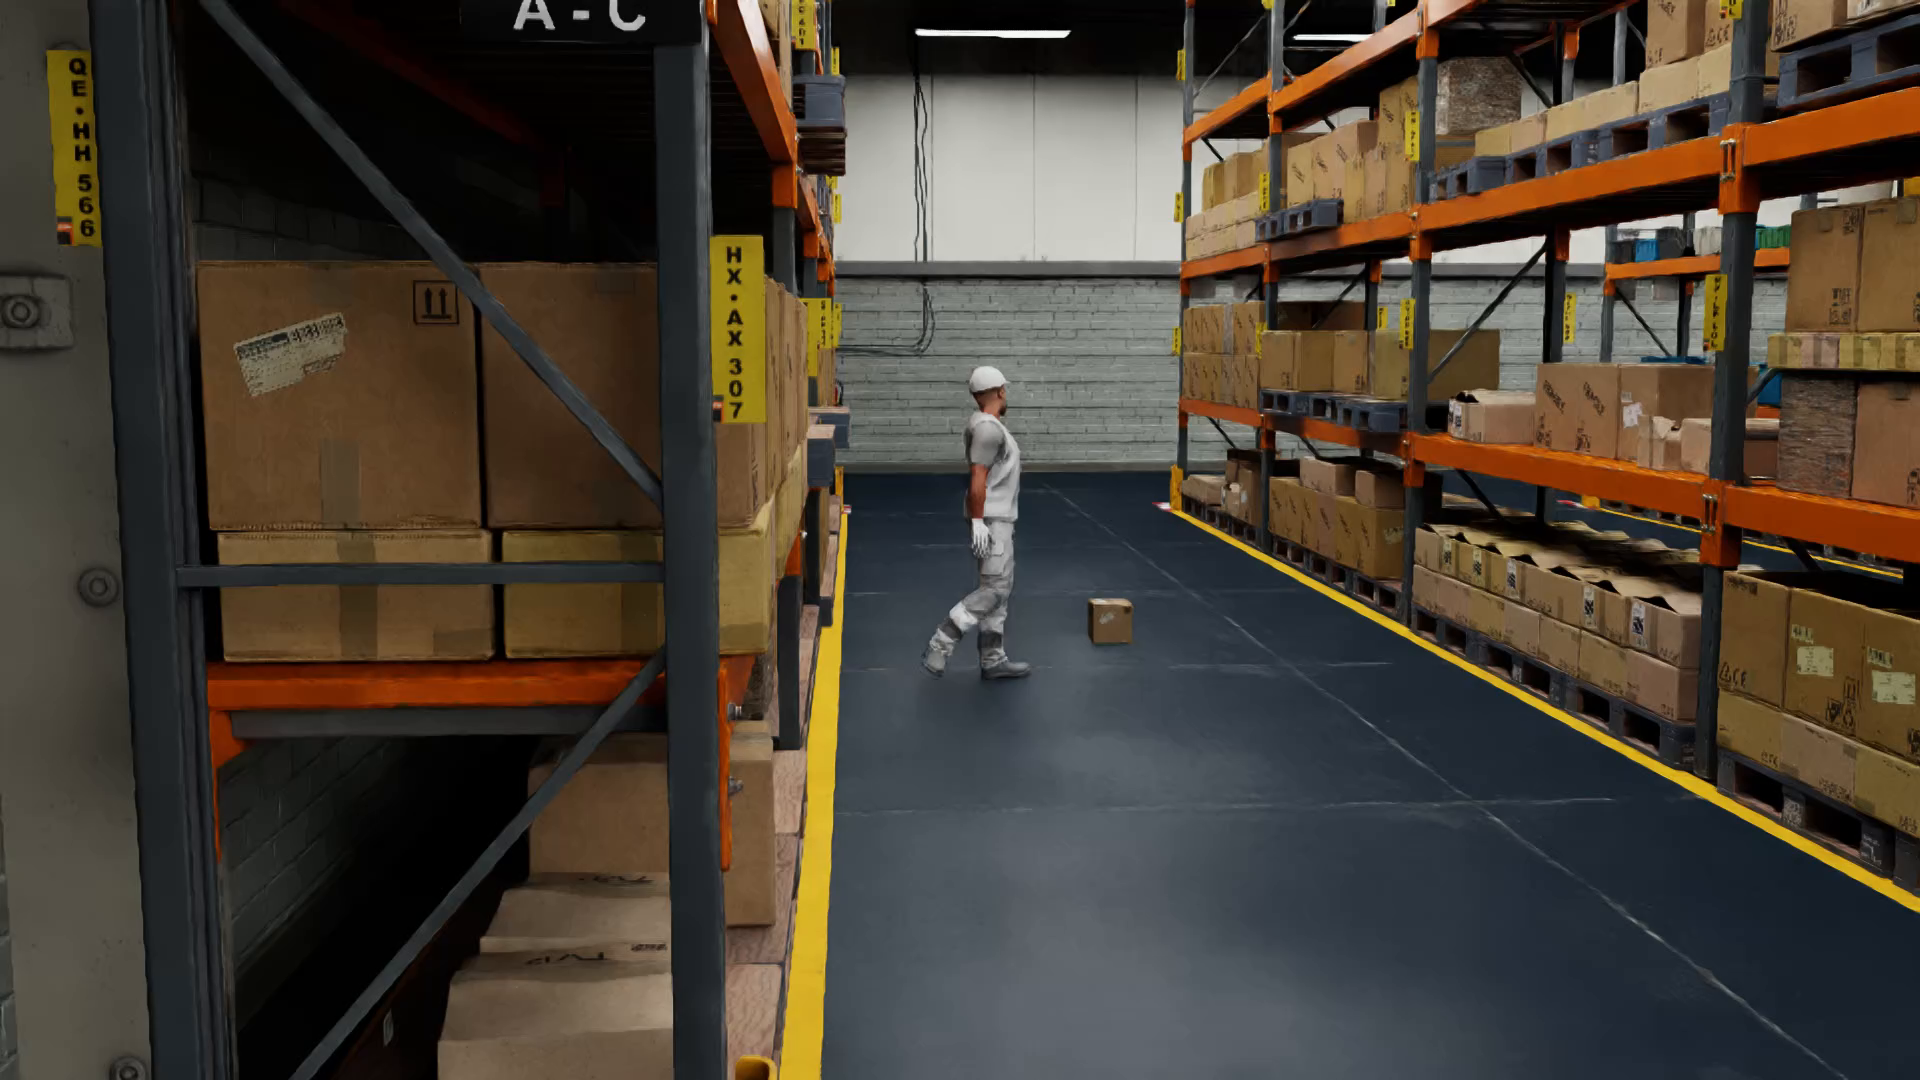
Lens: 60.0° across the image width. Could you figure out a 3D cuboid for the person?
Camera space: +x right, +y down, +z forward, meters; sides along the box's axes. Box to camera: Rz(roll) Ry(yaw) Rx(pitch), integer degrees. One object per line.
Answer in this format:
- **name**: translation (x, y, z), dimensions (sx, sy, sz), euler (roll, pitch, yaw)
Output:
- **person**: translation (0.099, -0.081, 9.335), dimensions (0.625, 1.787, 0.737), euler (0, 7, -1)
